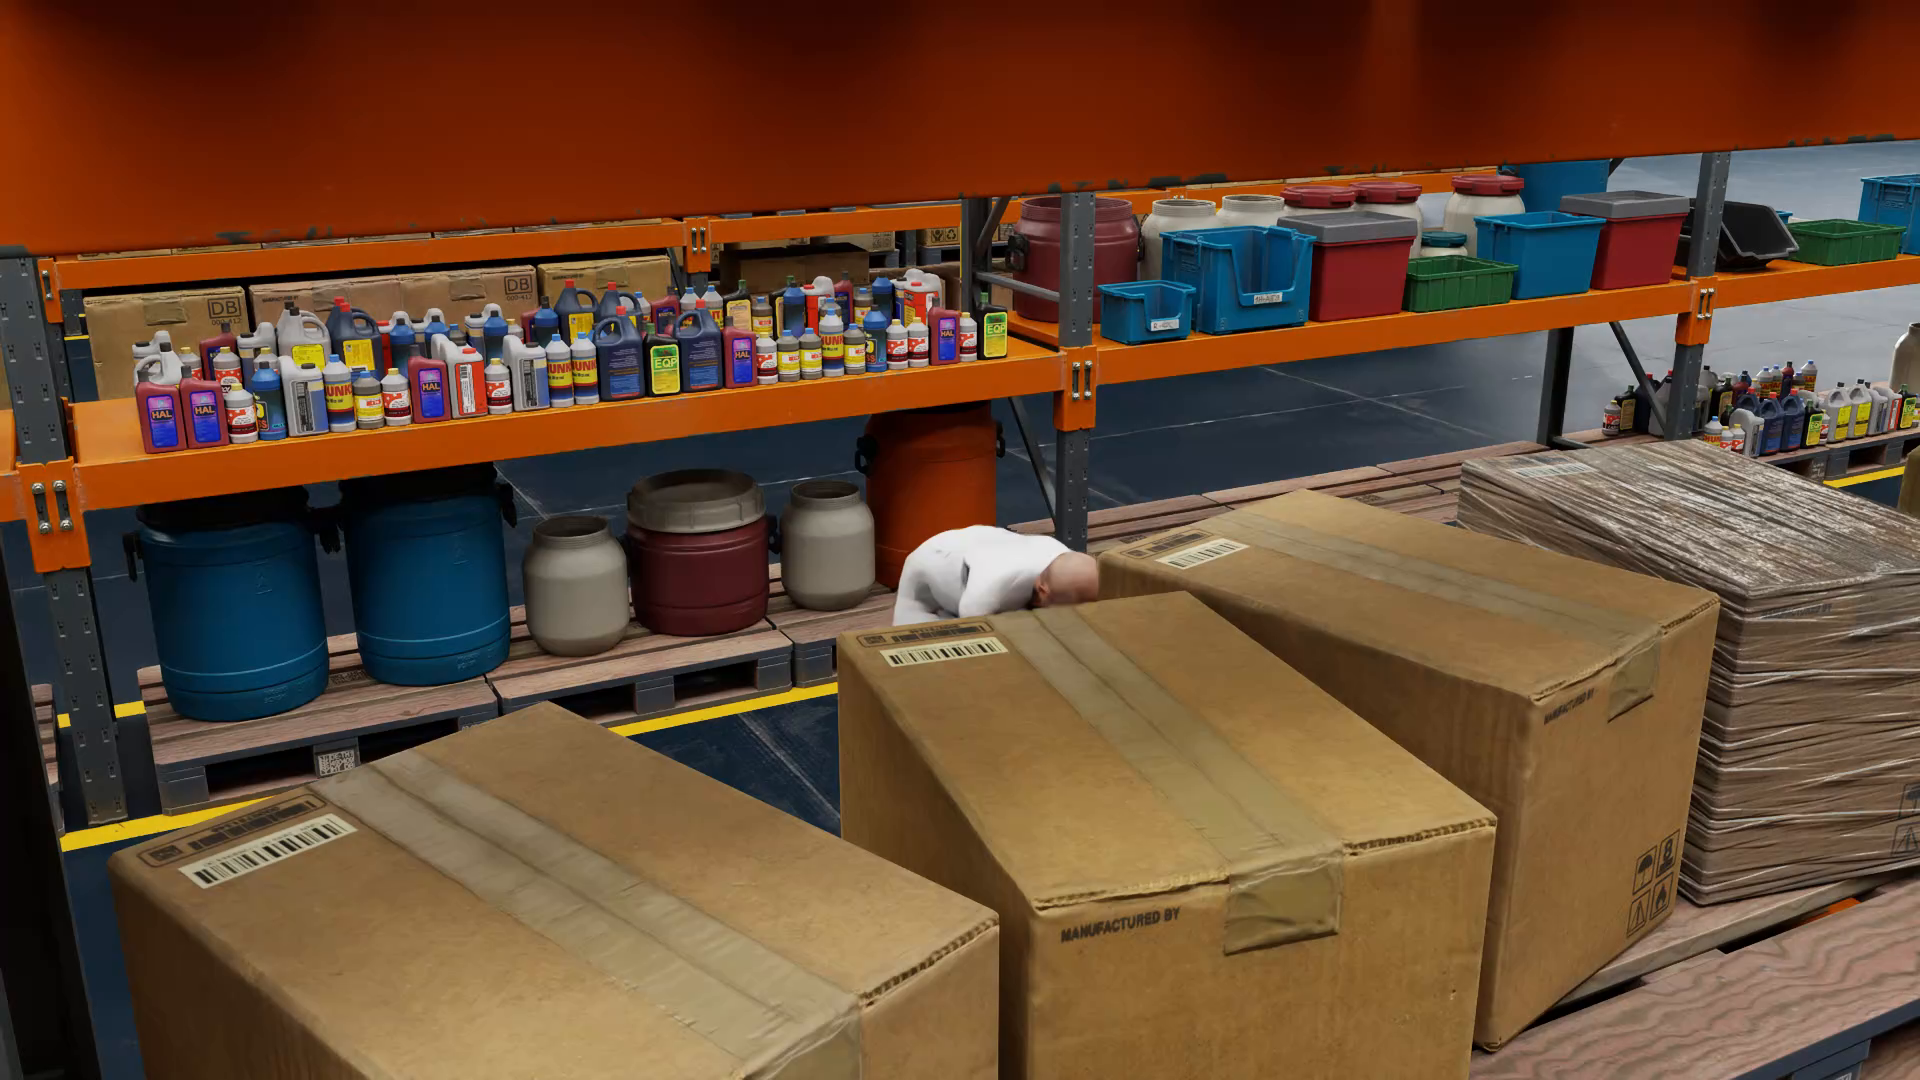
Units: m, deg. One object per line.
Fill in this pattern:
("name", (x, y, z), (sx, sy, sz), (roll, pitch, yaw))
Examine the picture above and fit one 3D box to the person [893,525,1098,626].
("person", (0.140, 0.553, 5.297), (0.559, 1.219, 0.929), (-10, 21, -28))
